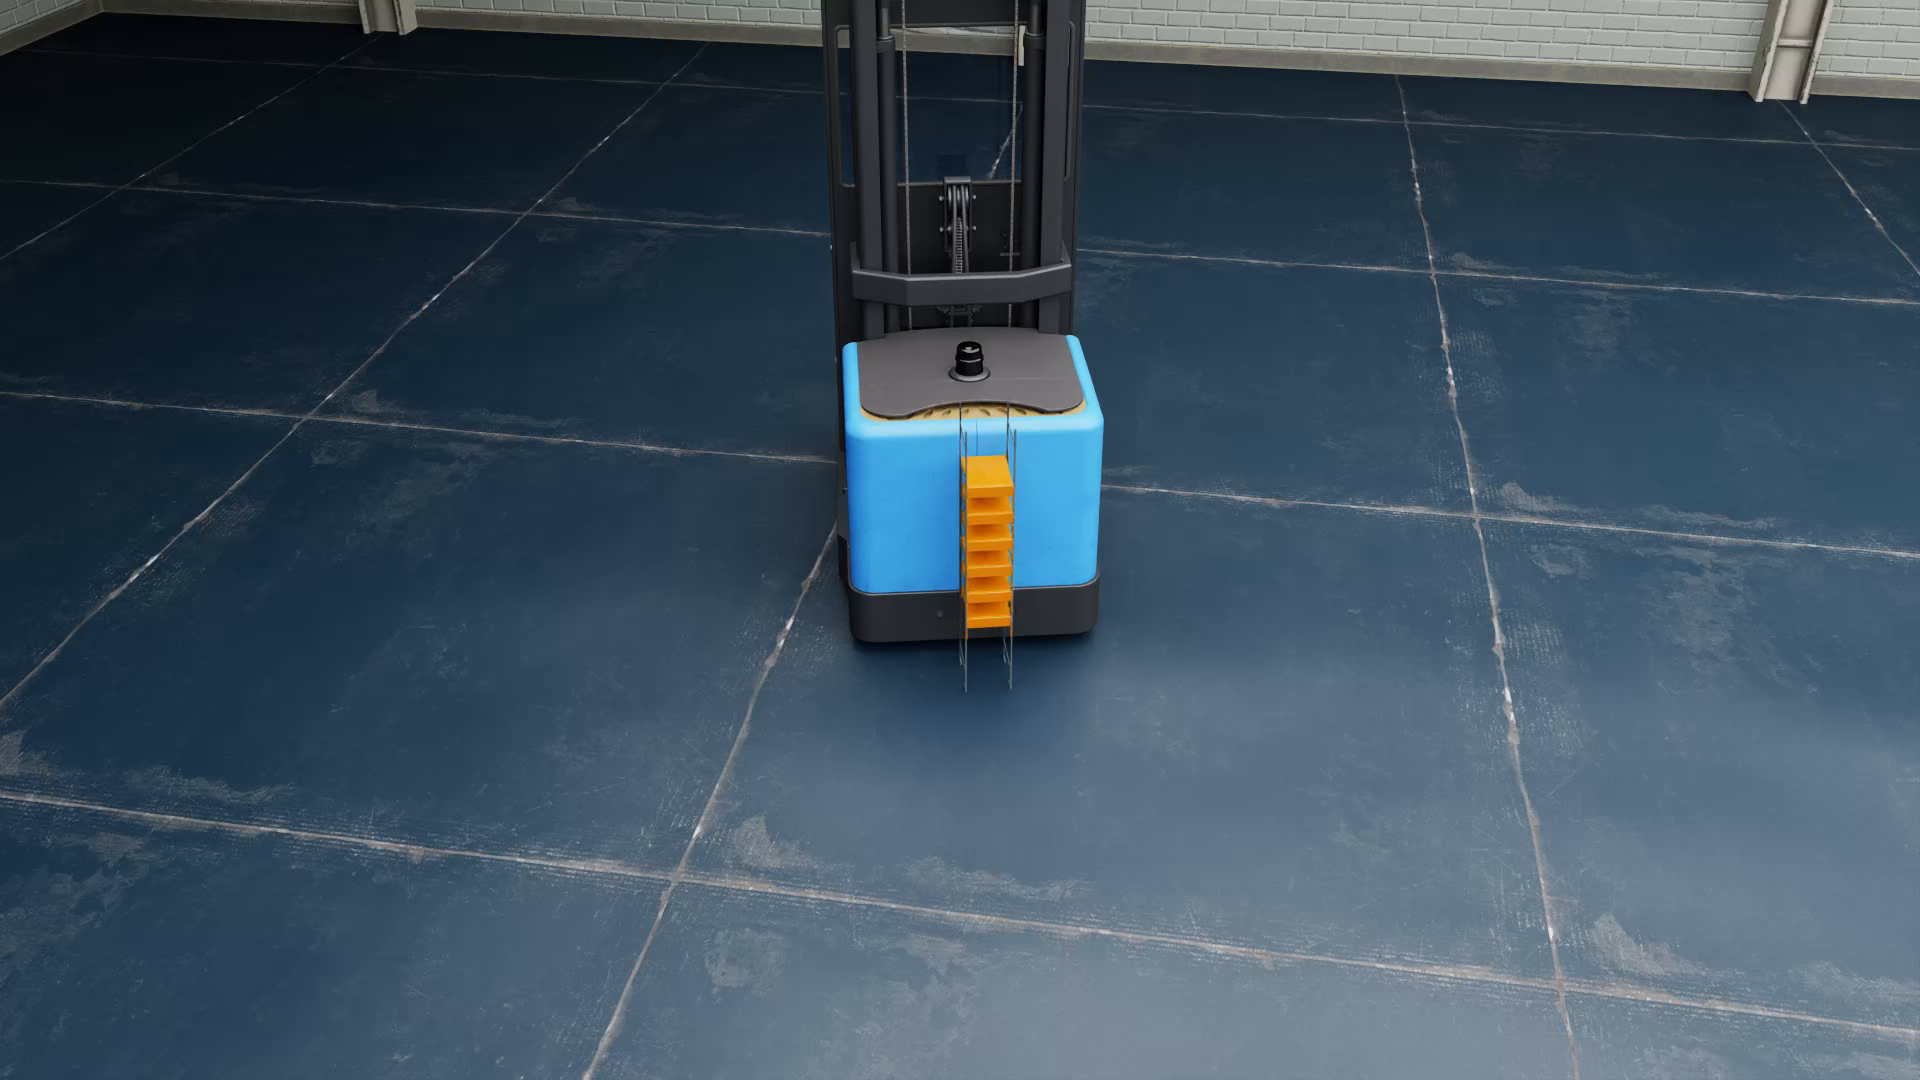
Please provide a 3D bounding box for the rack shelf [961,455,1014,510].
[{"bbox_3d":[0.103,-0.226,6.385,0.180,0.103,0.258,-3,32,-5],"label":"rack shelf"}]

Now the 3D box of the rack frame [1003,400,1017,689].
[{"bbox_3d":[0.194,0.037,6.560,0.006,1.200,0.240,-3,32,-5],"label":"rack frame"}]

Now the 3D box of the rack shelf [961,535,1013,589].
[{"bbox_3d":[0.103,0.079,6.576,0.180,0.103,0.258,-3,32,-5],"label":"rack shelf"}]

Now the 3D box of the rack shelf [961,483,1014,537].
[{"bbox_3d":[0.103,-0.124,6.449,0.180,0.103,0.258,-3,32,-5],"label":"rack shelf"}]

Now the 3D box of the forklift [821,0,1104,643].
[{"bbox_3d":[-0.047,-1.572,7.498,1.130,2.935,3.031,-2,32,-4],"label":"forklift"}]

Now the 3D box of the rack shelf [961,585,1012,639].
[{"bbox_3d":[0.103,0.283,6.704,0.180,0.103,0.258,-3,32,-5],"label":"rack shelf"}]

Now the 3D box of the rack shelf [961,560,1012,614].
[{"bbox_3d":[0.103,0.181,6.640,0.180,0.103,0.258,-3,32,-5],"label":"rack shelf"}]

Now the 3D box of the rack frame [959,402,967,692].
[{"bbox_3d":[0.012,0.046,6.545,0.006,1.200,0.240,-3,32,-5],"label":"rack frame"}]

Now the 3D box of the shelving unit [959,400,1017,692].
[{"bbox_3d":[0.103,0.042,6.553,0.189,1.200,0.258,-3,32,-5],"label":"shelving unit"}]

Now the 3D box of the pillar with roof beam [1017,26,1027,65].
[{"bbox_3d":[-0.010,-5.697,8.370,0.400,9.000,9.100,5,32,8],"label":"pillar with roof beam"}]

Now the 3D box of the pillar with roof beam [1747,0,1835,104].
[{"bbox_3d":[5.904,-5.161,7.514,0.400,9.000,9.100,5,32,8],"label":"pillar with roof beam"}]

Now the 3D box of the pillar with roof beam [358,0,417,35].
[{"bbox_3d":[-5.925,-6.232,9.226,0.400,9.000,9.100,5,32,8],"label":"pillar with roof beam"}]

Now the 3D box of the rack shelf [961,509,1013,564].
[{"bbox_3d":[0.103,-0.022,6.513,0.180,0.103,0.258,-3,32,-5],"label":"rack shelf"}]
